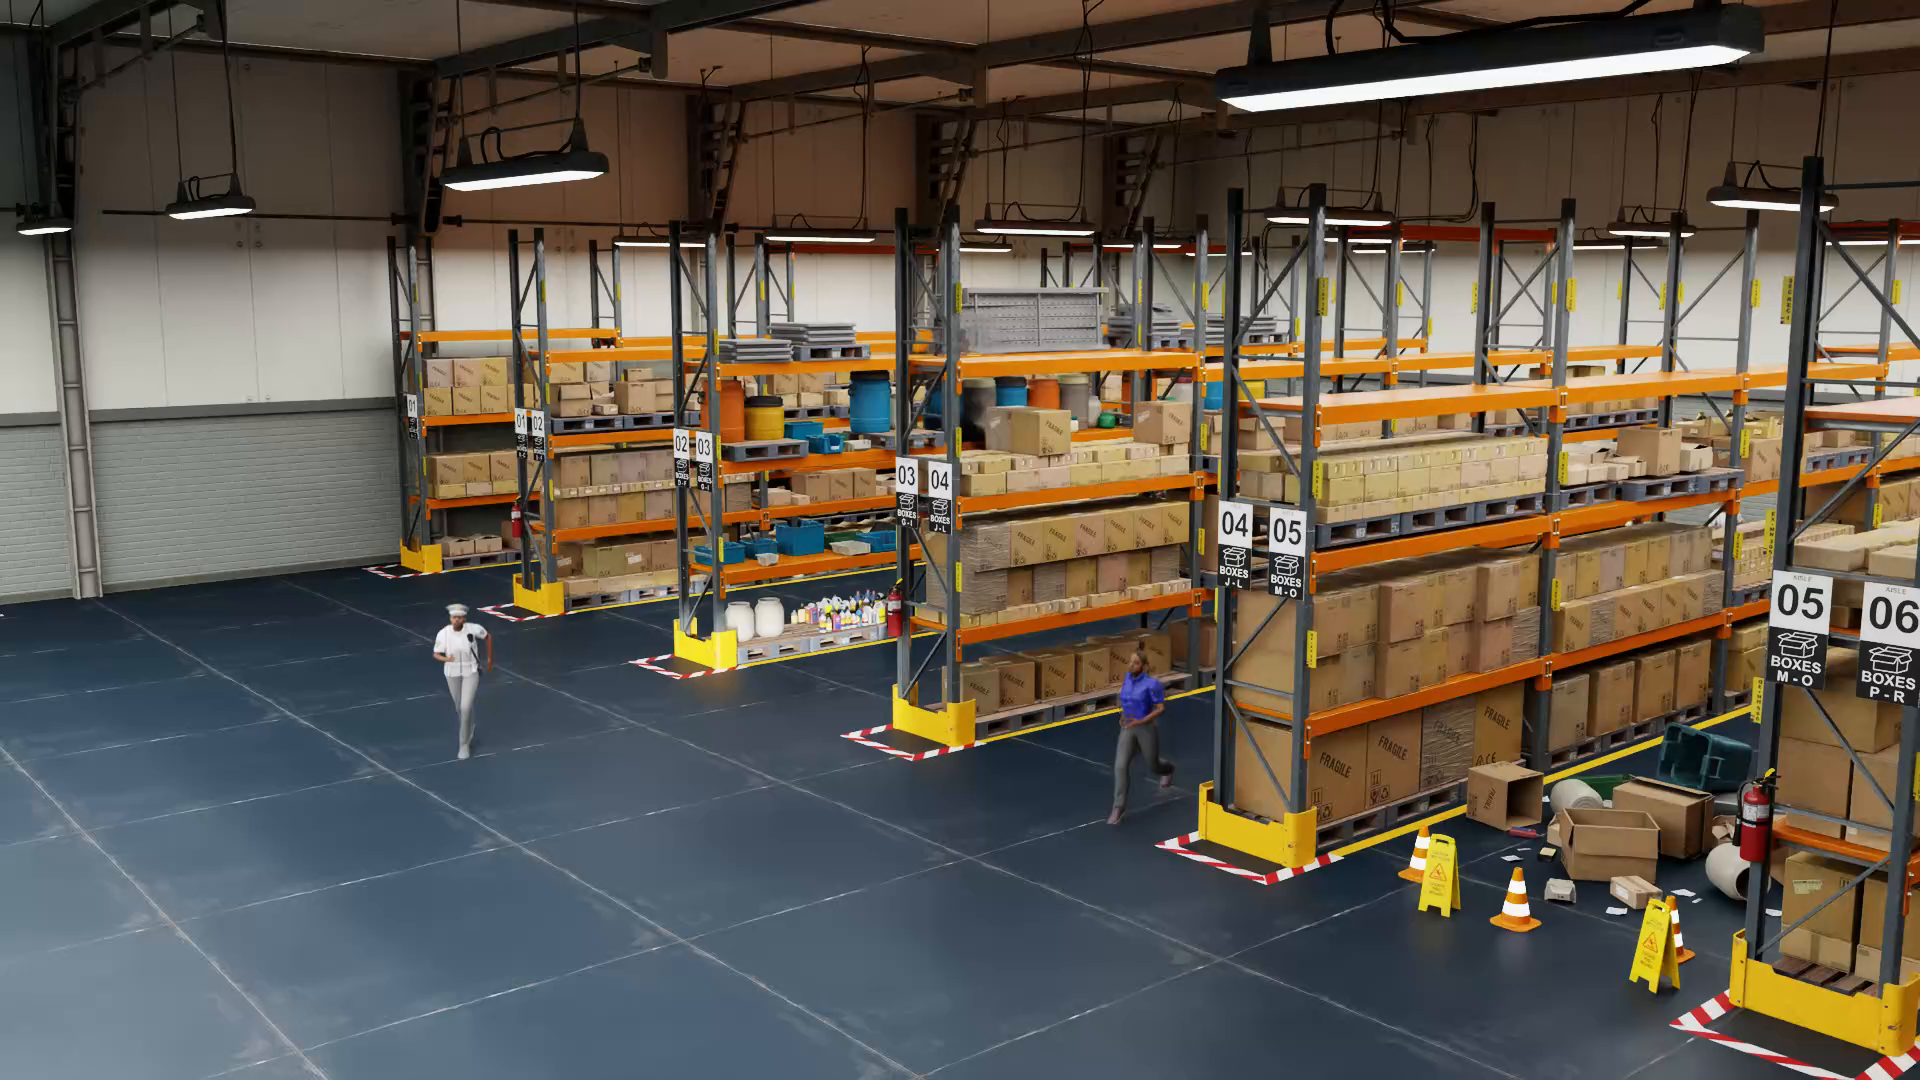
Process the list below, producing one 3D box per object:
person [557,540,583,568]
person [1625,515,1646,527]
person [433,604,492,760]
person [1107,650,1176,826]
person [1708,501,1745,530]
[{"bbox_3d":[-6.932,-0.099,28.979,0.599,1.690,0.977,6,11,34],"label":"person"},{"bbox_3d":[10.589,0.334,25.953,1.141,1.775,0.666,-9,12,-44],"label":"person"},{"bbox_3d":[-5.511,1.522,18.470,0.599,1.735,0.845,-1,9,-9],"label":"person"},{"bbox_3d":[1.790,1.895,16.284,0.539,1.673,1.062,6,11,35],"label":"person"},{"bbox_3d":[13.019,0.043,28.259,0.588,1.580,0.545,3,9,18],"label":"person"}]
